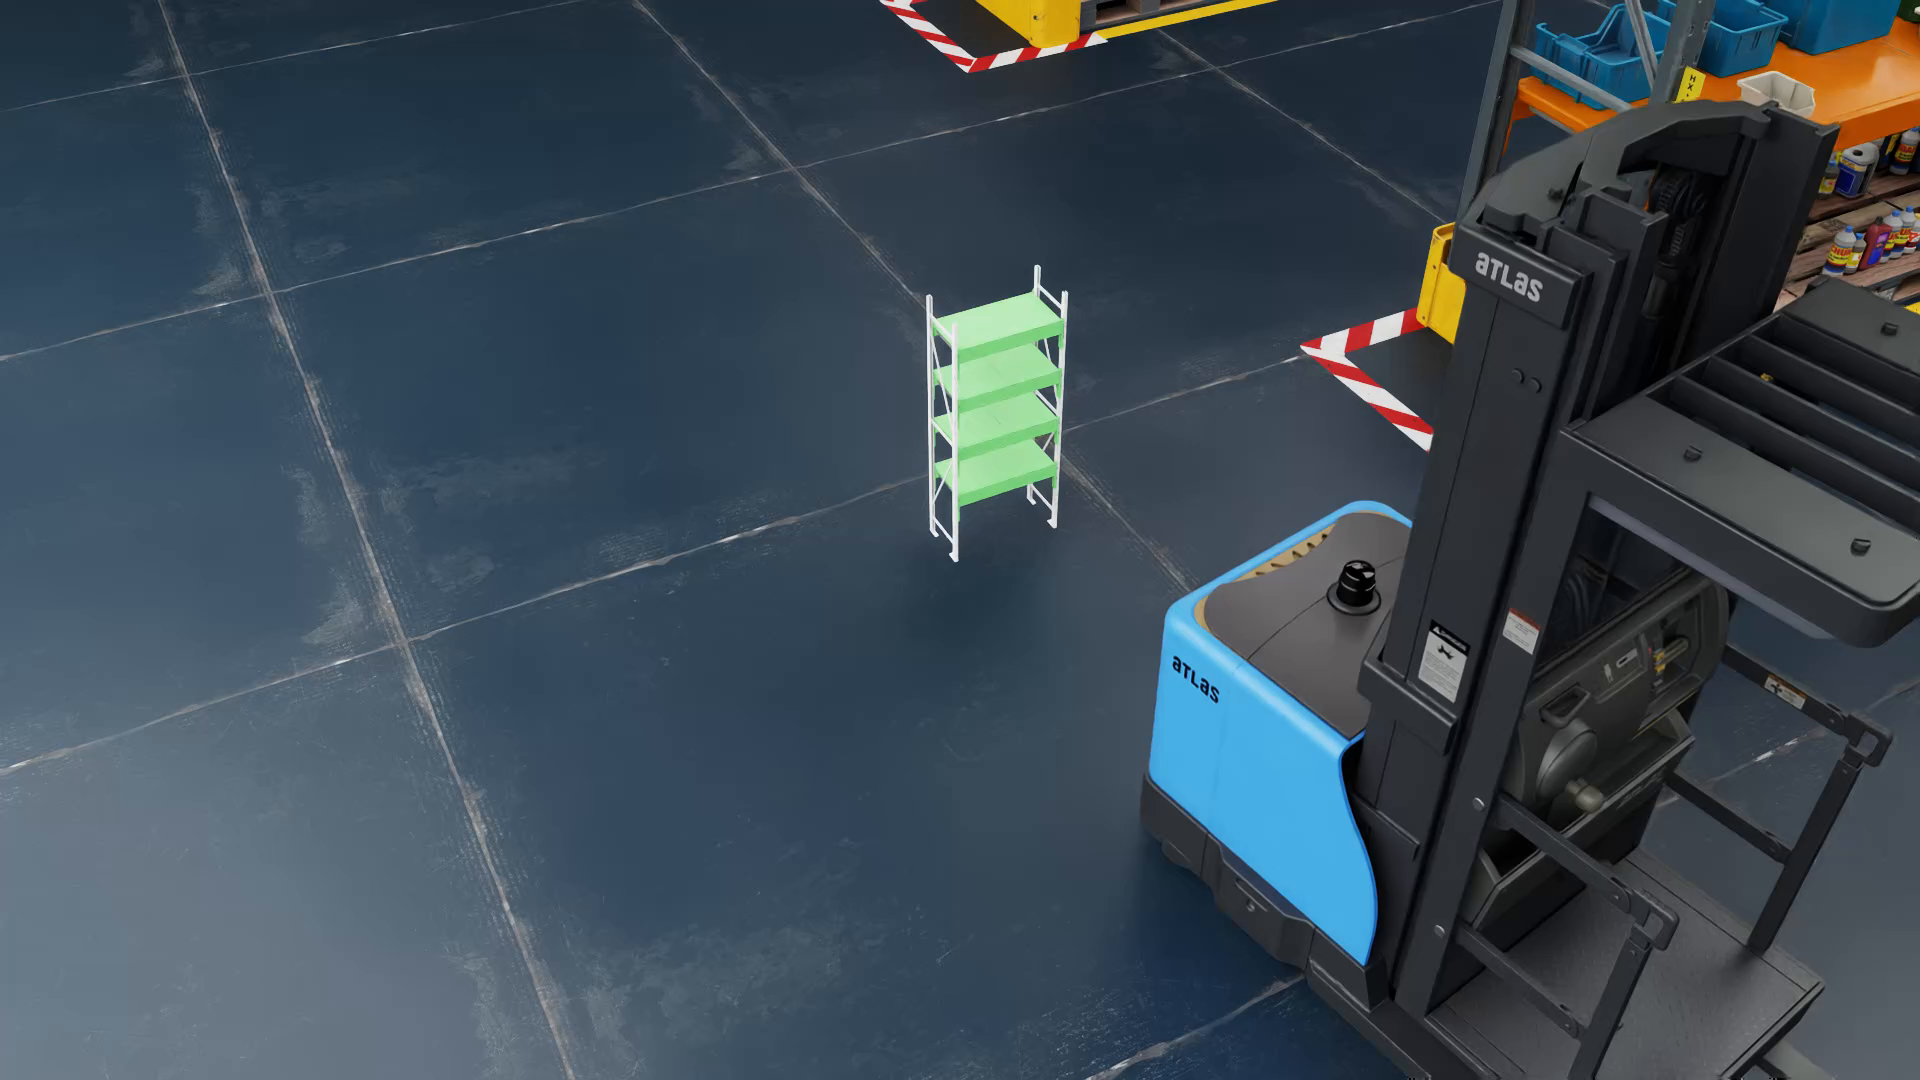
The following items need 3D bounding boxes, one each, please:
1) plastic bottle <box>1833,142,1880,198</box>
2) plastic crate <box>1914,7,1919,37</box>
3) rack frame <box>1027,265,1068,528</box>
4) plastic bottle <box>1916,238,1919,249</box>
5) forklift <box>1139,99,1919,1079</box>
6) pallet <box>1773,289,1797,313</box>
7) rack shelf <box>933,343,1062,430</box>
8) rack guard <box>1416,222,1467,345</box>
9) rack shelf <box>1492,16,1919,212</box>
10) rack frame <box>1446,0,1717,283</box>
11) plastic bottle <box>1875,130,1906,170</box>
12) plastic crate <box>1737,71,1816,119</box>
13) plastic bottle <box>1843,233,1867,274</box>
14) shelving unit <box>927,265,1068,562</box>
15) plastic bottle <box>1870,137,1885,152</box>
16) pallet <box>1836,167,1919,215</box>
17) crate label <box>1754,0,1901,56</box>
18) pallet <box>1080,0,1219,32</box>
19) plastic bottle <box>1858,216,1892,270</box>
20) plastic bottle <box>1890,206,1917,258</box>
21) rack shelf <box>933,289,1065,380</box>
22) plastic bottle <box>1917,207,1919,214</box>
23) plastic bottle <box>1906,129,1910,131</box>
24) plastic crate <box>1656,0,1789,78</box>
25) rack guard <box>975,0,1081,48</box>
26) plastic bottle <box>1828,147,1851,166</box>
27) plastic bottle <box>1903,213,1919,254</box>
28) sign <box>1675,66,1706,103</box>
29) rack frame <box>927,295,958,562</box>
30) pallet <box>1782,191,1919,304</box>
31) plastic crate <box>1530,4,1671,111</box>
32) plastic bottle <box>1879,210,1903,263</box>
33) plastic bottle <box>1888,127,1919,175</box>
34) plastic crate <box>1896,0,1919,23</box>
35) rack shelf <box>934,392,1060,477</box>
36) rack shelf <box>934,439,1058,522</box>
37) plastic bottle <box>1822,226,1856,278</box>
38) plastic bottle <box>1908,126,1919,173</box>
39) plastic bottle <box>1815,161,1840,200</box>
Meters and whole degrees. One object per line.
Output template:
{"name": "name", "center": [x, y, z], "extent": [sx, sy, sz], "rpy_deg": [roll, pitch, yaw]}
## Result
{"name": "plastic bottle", "center": [4.900, -2.035, 9.101], "extent": [0.135, 0.276, 0.152], "rpy_deg": [-19, 44, -21]}
{"name": "plastic crate", "center": [4.938, -2.440, 8.016], "extent": [0.437, 0.136, 0.530], "rpy_deg": [-19, 44, -21]}
{"name": "rack frame", "center": [0.363, -0.580, 7.007], "extent": [0.015, 1.200, 0.240], "rpy_deg": [-19, 44, -21]}
{"name": "plastic bottle", "center": [5.038, -1.659, 8.659], "extent": [0.097, 0.271, 0.097], "rpy_deg": [0, 40, 0]}
{"name": "forklift", "center": [1.943, 0.481, 4.413], "extent": [1.130, 2.935, 3.031], "rpy_deg": [-27, 47, -28]}
{"name": "pallet", "center": [3.483, -1.202, 8.506], "extent": [1.213, 0.211, 1.003], "rpy_deg": [-19, 44, -21]}
{"name": "rack shelf", "center": [0.147, -0.642, 6.807], "extent": [0.480, 0.148, 0.258], "rpy_deg": [-19, 44, -21]}
{"name": "rack guard", "center": [2.760, -1.073, 8.130], "extent": [0.348, 0.500, 1.175], "rpy_deg": [-19, 44, -21]}
{"name": "rack shelf", "center": [4.488, -2.299, 8.202], "extent": [4.000, 0.370, 1.077], "rpy_deg": [-19, 44, -21]}
{"name": "rack frame", "center": [2.714, -1.977, 7.264], "extent": [0.127, 3.000, 1.000], "rpy_deg": [-19, 44, -21]}
{"name": "plastic bottle", "center": [5.187, -2.268, 9.318], "extent": [0.185, 0.351, 0.144], "rpy_deg": [-20, 44, -22]}
{"name": "plastic crate", "center": [3.656, -1.959, 7.447], "extent": [0.250, 0.136, 0.298], "rpy_deg": [-19, 44, -21]}
{"name": "plastic bottle", "center": [4.558, -1.470, 8.491], "extent": [0.097, 0.201, 0.097], "rpy_deg": [0, 40, 0]}
{"name": "shelving unit", "center": [0.147, -0.507, 6.921], "extent": [0.503, 1.200, 0.258], "rpy_deg": [-19, 44, -21]}
{"name": "plastic bottle", "center": [5.073, -2.173, 9.266], "extent": [0.097, 0.271, 0.097], "rpy_deg": [0, 40, 0]}
{"name": "pallet", "center": [5.647, -1.930, 9.367], "extent": [1.213, 0.211, 1.003], "rpy_deg": [-19, 44, -21]}
{"name": "crate label", "center": [4.221, -2.695, 8.085], "extent": [0.616, 0.435, 0.502], "rpy_deg": [-19, 44, -21]}
{"name": "pallet", "center": [1.088, -4.005, 11.817], "extent": [1.213, 0.211, 1.003], "rpy_deg": [-19, 44, -21]}
{"name": "plastic bottle", "center": [4.675, -1.528, 8.495], "extent": [0.133, 0.283, 0.061], "rpy_deg": [-18, 43, -20]}
{"name": "plastic bottle", "center": [4.859, -1.598, 8.588], "extent": [0.097, 0.271, 0.097], "rpy_deg": [0, 40, 0]}
{"name": "rack shelf", "center": [0.147, -0.825, 6.652], "extent": [0.480, 0.148, 0.258], "rpy_deg": [-19, 44, -21]}
{"name": "plastic bottle", "center": [5.171, -1.806, 8.823], "extent": [0.133, 0.283, 0.061], "rpy_deg": [-19, 44, -21]}
{"name": "plastic bottle", "center": [5.354, -2.325, 9.384], "extent": [0.185, 0.351, 0.144], "rpy_deg": [-17, 43, -20]}
{"name": "plastic crate", "center": [3.598, -2.432, 7.916], "extent": [0.408, 0.251, 0.499], "rpy_deg": [-19, 44, -21]}
{"name": "rack guard", "center": [0.408, -3.855, 11.418], "extent": [0.348, 0.500, 1.175], "rpy_deg": [-19, 44, -21]}
{"name": "plastic bottle", "center": [4.810, -2.141, 9.168], "extent": [0.185, 0.351, 0.144], "rpy_deg": [-19, 44, -21]}
{"name": "plastic bottle", "center": [4.947, -1.601, 8.645], "extent": [0.097, 0.201, 0.097], "rpy_deg": [0, 40, 0]}
{"name": "sign", "center": [2.964, -1.766, 6.801], "extent": [0.005, 0.325, 0.100], "rpy_deg": [-19, 44, -21]}
{"name": "rack frame", "center": [-0.070, -0.435, 6.835], "extent": [0.015, 1.200, 0.240], "rpy_deg": [-19, 44, -21]}
{"name": "pallet", "center": [4.563, -1.563, 8.933], "extent": [1.213, 0.211, 1.003], "rpy_deg": [-19, 44, -21]}
{"name": "plastic crate", "center": [3.020, -2.241, 7.691], "extent": [0.616, 0.251, 0.499], "rpy_deg": [-19, 44, -21]}
{"name": "plastic bottle", "center": [4.770, -1.568, 8.552], "extent": [0.097, 0.271, 0.097], "rpy_deg": [0, 40, 0]}
{"name": "plastic bottle", "center": [5.281, -2.182, 9.277], "extent": [0.097, 0.271, 0.097], "rpy_deg": [0, 40, 0]}
{"name": "plastic crate", "center": [4.927, -2.847, 8.455], "extent": [0.662, 0.188, 0.450], "rpy_deg": [-19, 44, -21]}
{"name": "rack shelf", "center": [0.147, -0.459, 6.962], "extent": [0.480, 0.148, 0.258], "rpy_deg": [-19, 44, -21]}
{"name": "rack shelf", "center": [0.147, -0.275, 7.117], "extent": [0.480, 0.148, 0.258], "rpy_deg": [-19, 44, -21]}
{"name": "plastic bottle", "center": [4.466, -1.466, 8.432], "extent": [0.097, 0.271, 0.097], "rpy_deg": [0, 40, 0]}
{"name": "plastic bottle", "center": [5.421, -2.242, 9.287], "extent": [0.185, 0.351, 0.144], "rpy_deg": [-19, 44, -21]}
{"name": "plastic bottle", "center": [4.739, -1.973, 9.084], "extent": [0.097, 0.201, 0.097], "rpy_deg": [0, 40, 0]}
